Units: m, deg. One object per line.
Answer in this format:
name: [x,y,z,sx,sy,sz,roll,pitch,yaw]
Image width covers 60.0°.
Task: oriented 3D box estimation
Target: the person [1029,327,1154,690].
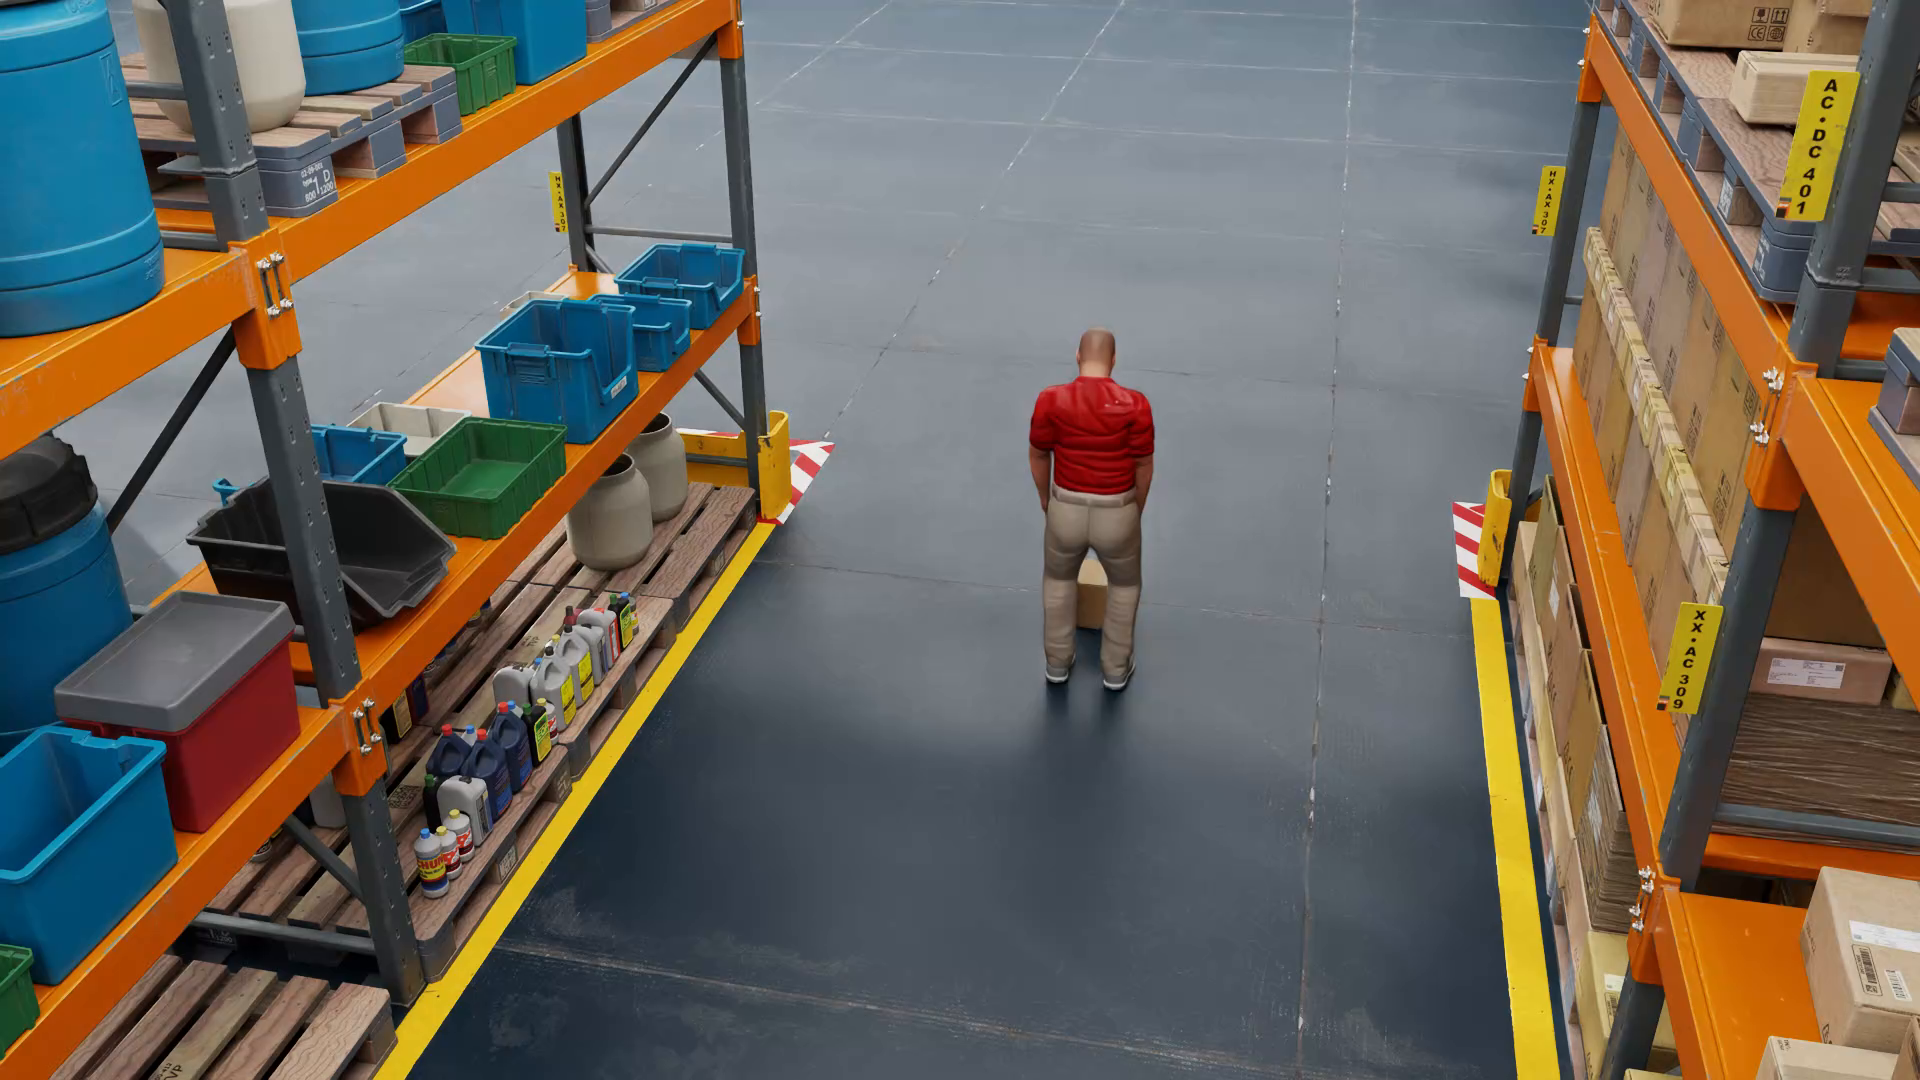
person: [0.573,-0.118,7.415,0.553,1.687,0.410,7,29,12]
